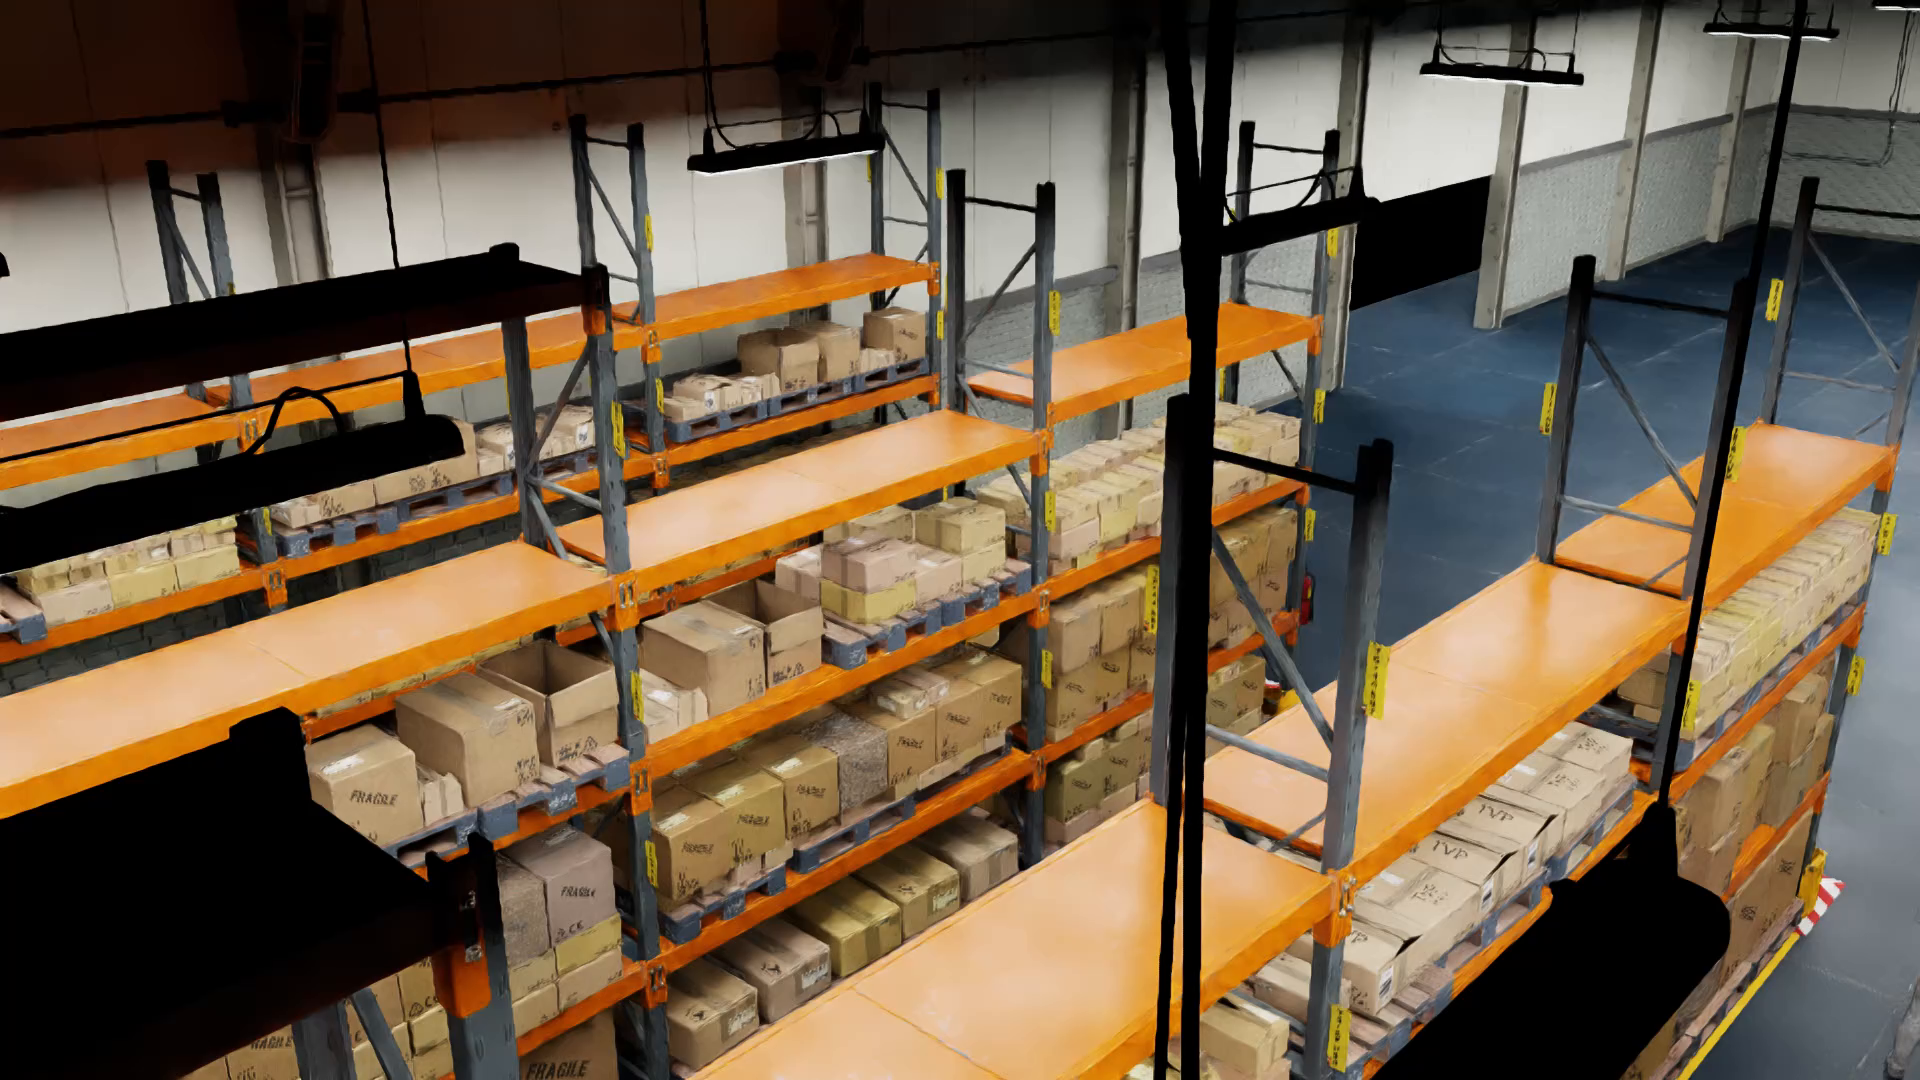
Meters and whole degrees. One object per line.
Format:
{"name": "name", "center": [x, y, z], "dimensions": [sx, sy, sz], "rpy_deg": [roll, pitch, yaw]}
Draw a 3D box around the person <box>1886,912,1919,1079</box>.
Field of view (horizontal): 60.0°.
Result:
{"name": "person", "center": [7.088, 3.043, 11.803], "dimensions": [0.744, 1.715, 0.707], "rpy_deg": [-14, 25, -32]}
